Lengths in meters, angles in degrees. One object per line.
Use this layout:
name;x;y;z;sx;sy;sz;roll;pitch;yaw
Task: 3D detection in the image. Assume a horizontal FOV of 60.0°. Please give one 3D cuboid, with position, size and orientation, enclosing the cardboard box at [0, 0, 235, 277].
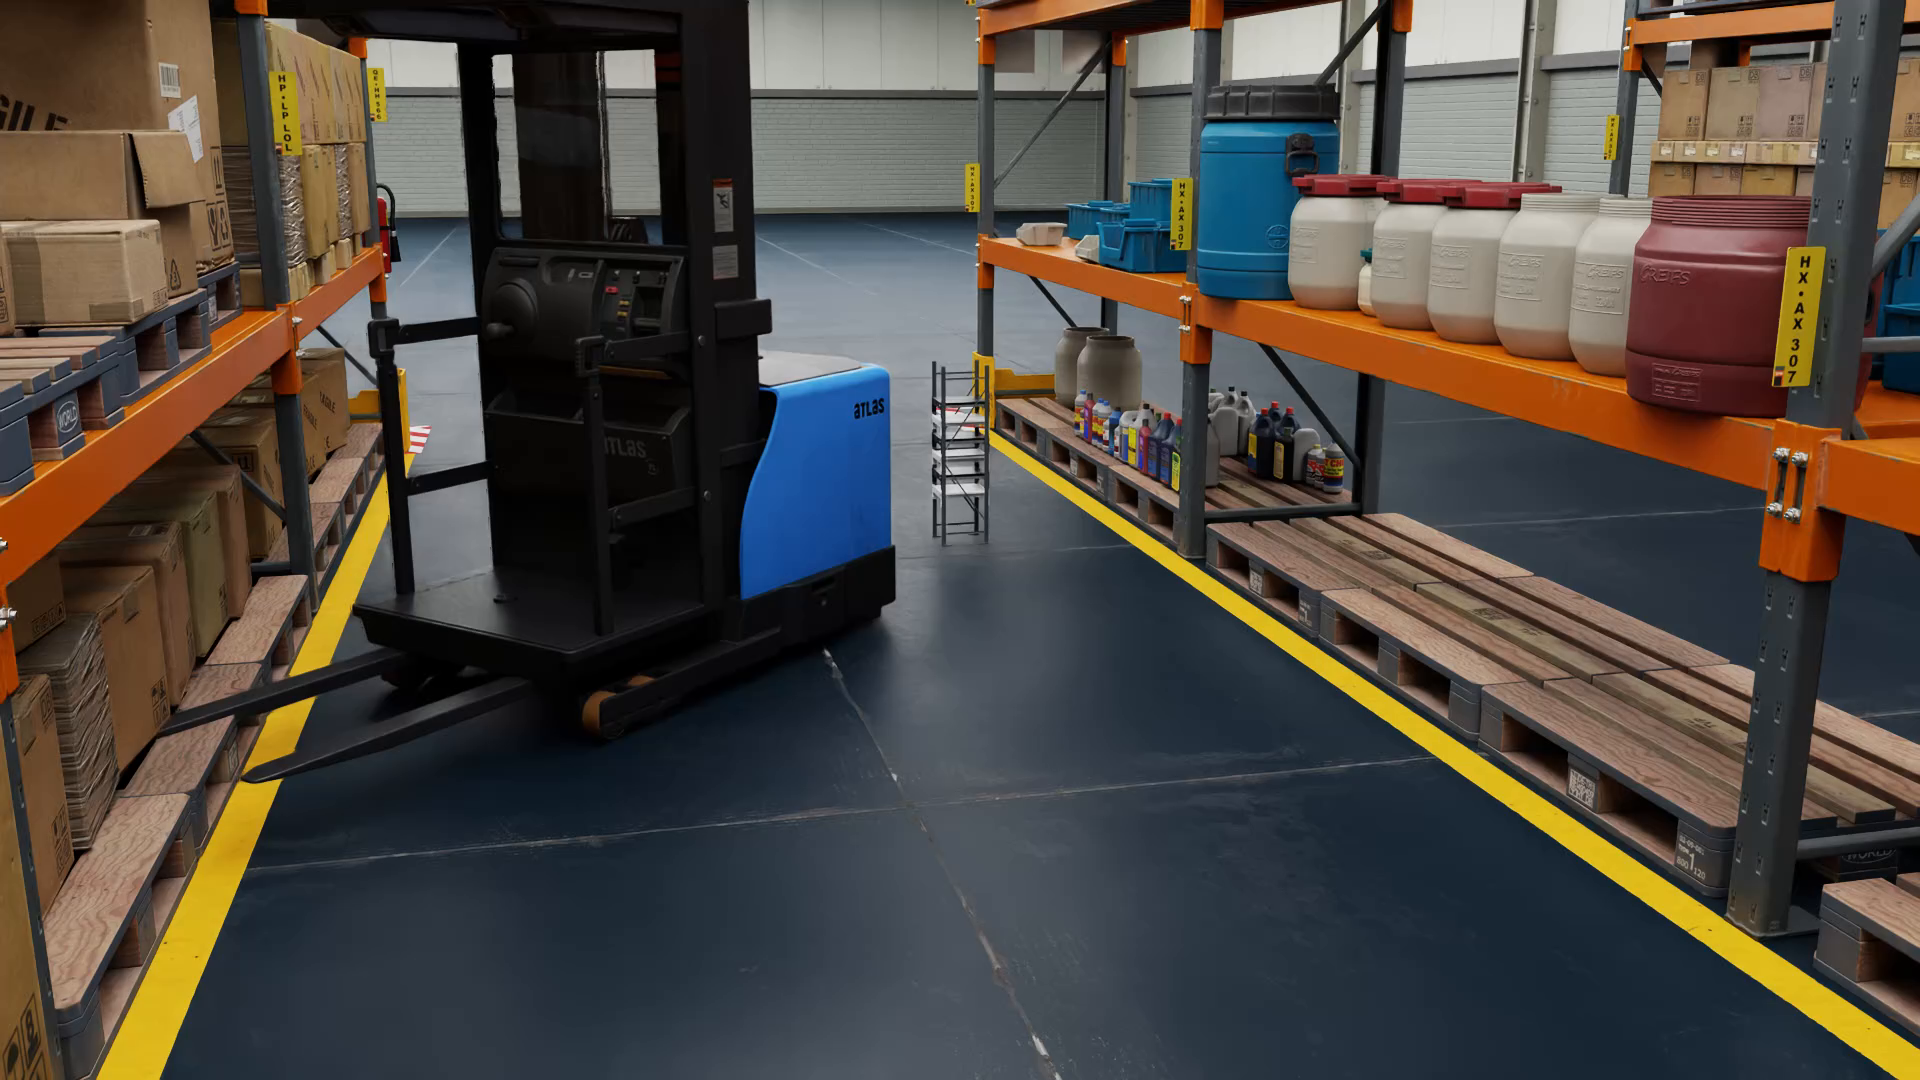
cardboard box;-3.202;-1.427;5.797;1.000;1.000;1.000;-3;14;-13

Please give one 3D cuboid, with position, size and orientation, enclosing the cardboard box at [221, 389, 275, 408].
cardboard box;-3.672;-0.477;8.441;0.500;0.500;0.500;-5;14;-18

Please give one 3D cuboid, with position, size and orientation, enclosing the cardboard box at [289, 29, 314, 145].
cardboard box;-3.230;-2.034;7.489;0.500;0.500;0.500;-3;14;-13

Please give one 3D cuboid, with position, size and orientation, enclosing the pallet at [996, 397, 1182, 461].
pallet;0.871;-0.764;11.109;1.003;0.211;1.213;-3;14;-13

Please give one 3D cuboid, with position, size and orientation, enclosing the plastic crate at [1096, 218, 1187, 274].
plastic crate;1.038;-1.566;8.831;0.499;0.251;0.616;-3;14;-13

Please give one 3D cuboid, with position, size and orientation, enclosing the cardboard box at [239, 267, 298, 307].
cardboard box;-3.011;-1.067;7.002;0.380;0.149;0.250;-3;14;-13

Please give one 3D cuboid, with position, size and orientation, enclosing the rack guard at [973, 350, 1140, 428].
rack guard;0.686;-1.092;11.843;1.175;0.500;0.348;-3;14;-13

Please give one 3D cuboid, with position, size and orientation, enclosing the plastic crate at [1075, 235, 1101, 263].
plastic crate;0.934;-1.631;9.337;0.530;0.136;0.437;-3;14;-13

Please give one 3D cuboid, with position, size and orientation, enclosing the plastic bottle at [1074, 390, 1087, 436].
plastic bottle;0.745;-0.774;10.096;0.097;0.271;0.097;0;14;0

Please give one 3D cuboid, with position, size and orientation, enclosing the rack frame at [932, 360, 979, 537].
rack frame;-0.022;-0.459;8.409;0.240;0.900;0.006;-3;14;-13

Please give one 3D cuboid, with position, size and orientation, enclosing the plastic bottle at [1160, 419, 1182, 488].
plastic bottle;1.130;-0.458;8.635;0.144;0.351;0.185;-4;14;-15

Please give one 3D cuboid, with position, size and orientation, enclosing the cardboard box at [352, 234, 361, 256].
cardboard box;-3.758;-1.756;9.825;0.380;0.149;0.250;-3;14;-13

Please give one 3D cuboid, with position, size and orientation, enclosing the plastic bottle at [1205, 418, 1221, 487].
plastic bottle;1.270;-0.466;8.668;0.144;0.351;0.185;-3;14;-13

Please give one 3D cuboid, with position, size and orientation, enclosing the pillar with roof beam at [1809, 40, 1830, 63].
pillar with roof beam;5.664;-6.819;17.375;9.100;9.000;0.400;-3;14;-13

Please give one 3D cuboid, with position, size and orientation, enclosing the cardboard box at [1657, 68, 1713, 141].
cardboard box;5.548;-3.154;12.074;0.700;0.500;0.500;-3;14;-13

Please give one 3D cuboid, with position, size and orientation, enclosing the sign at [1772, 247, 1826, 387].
sign;1.968;-0.523;3.902;0.100;0.325;0.005;-3;14;-13

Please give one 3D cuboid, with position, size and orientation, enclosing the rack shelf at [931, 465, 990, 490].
rack shelf;0.002;-0.315;8.342;0.258;0.077;0.200;-3;14;-13

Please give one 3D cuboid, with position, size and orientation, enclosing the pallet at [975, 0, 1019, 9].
pallet;0.721;-3.490;10.470;1.003;0.211;1.213;-3;14;-13

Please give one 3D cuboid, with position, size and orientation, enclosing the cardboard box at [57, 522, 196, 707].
cardboard box;-2.904;0.261;5.377;0.700;0.500;0.500;-5;14;-18

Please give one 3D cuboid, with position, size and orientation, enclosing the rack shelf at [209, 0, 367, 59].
rack shelf;-3.722;-2.691;8.318;1.077;0.370;4.000;-3;14;-13

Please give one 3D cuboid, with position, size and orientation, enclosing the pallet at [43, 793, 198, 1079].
pallet;-2.495;0.975;3.992;1.003;0.211;1.213;-3;14;-13

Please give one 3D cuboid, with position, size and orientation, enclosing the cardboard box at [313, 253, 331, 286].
cardboard box;-3.229;-1.298;7.950;0.380;0.149;0.250;-3;14;-13

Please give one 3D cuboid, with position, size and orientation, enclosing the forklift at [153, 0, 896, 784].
forklift;-1.478;-0.870;5.814;1.130;2.935;3.031;8;16;31

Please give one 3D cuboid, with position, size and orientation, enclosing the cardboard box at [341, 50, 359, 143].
cardboard box;-3.700;-2.496;9.378;0.500;0.500;0.500;-3;14;-13

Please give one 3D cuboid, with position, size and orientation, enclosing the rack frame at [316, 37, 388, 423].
rack frame;-4.192;-2.045;10.477;1.000;3.000;0.127;-3;14;-13

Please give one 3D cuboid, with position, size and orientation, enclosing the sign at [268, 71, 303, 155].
sign;-2.714;-1.716;6.693;0.100;0.325;0.005;-3;14;-13

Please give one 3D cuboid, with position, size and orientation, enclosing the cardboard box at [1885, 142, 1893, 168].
cardboard box;5.808;-2.381;10.275;0.380;0.149;0.250;-3;14;-12

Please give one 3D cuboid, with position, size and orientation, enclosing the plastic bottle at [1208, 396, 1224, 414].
plastic bottle;1.545;-0.721;9.869;0.152;0.276;0.135;-4;14;-15

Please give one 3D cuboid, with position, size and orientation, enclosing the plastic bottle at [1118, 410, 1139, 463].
plastic bottle;0.975;-0.578;9.284;0.152;0.276;0.135;-3;14;-12

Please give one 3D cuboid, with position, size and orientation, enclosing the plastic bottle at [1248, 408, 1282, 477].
plastic bottle;1.635;-0.527;8.916;0.144;0.351;0.185;-3;14;-13

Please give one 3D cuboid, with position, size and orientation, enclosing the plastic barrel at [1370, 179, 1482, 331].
plastic barrel;1.745;-1.062;6.168;0.433;0.535;0.433;0;14;0

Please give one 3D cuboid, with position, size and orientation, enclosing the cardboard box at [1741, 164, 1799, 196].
cardboard box;5.774;-2.301;11.313;0.700;0.500;0.500;-3;14;-13

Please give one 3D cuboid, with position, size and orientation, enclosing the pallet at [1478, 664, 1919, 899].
pallet;2.357;0.698;5.125;1.003;0.211;1.213;-3;14;-13

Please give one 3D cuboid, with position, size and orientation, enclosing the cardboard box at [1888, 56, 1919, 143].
cardboard box;6.030;-2.686;10.158;0.700;0.500;0.500;-3;14;-13

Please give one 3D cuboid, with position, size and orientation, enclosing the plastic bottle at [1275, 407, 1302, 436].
plastic bottle;1.775;-0.535;8.949;0.144;0.351;0.185;-3;14;-12

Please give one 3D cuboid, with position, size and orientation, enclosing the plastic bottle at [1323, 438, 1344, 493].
plastic bottle;1.913;-0.385;8.503;0.097;0.271;0.097;0;14;0

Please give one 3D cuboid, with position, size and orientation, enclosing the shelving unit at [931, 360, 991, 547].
shelving unit;0.002;-0.435;8.313;0.258;0.900;0.210;-3;14;-13

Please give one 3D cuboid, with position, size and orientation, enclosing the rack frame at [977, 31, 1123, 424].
rack frame;0.622;-2.321;11.607;1.000;3.000;0.127;-3;14;-13

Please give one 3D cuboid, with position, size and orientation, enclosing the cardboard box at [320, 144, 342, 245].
cardboard box;-3.674;-1.767;8.503;0.875;0.500;0.500;-3;14;-13

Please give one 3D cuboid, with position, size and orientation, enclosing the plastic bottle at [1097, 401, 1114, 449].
plastic bottle;0.849;-0.672;9.678;0.097;0.271;0.097;0;14;0

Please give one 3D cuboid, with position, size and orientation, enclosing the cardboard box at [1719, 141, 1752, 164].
cardboard box;5.500;-2.681;11.502;0.380;0.149;0.250;-4;14;-14

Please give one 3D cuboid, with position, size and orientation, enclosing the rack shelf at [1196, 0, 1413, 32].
rack shelf;2.031;-2.045;5.671;1.077;0.370;4.000;-3;14;-13

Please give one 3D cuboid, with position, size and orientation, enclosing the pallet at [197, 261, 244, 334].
pallet;-3.215;-0.845;5.968;1.003;0.211;1.213;-3;14;-13

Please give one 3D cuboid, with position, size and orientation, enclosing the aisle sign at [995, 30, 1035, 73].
aisle sign;0.321;-3.584;11.300;0.394;0.787;0.004;-3;14;-13

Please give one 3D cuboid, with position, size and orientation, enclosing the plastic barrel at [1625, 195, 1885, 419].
plastic barrel;2.098;-0.632;4.406;0.600;0.536;0.708;-3;14;-13
